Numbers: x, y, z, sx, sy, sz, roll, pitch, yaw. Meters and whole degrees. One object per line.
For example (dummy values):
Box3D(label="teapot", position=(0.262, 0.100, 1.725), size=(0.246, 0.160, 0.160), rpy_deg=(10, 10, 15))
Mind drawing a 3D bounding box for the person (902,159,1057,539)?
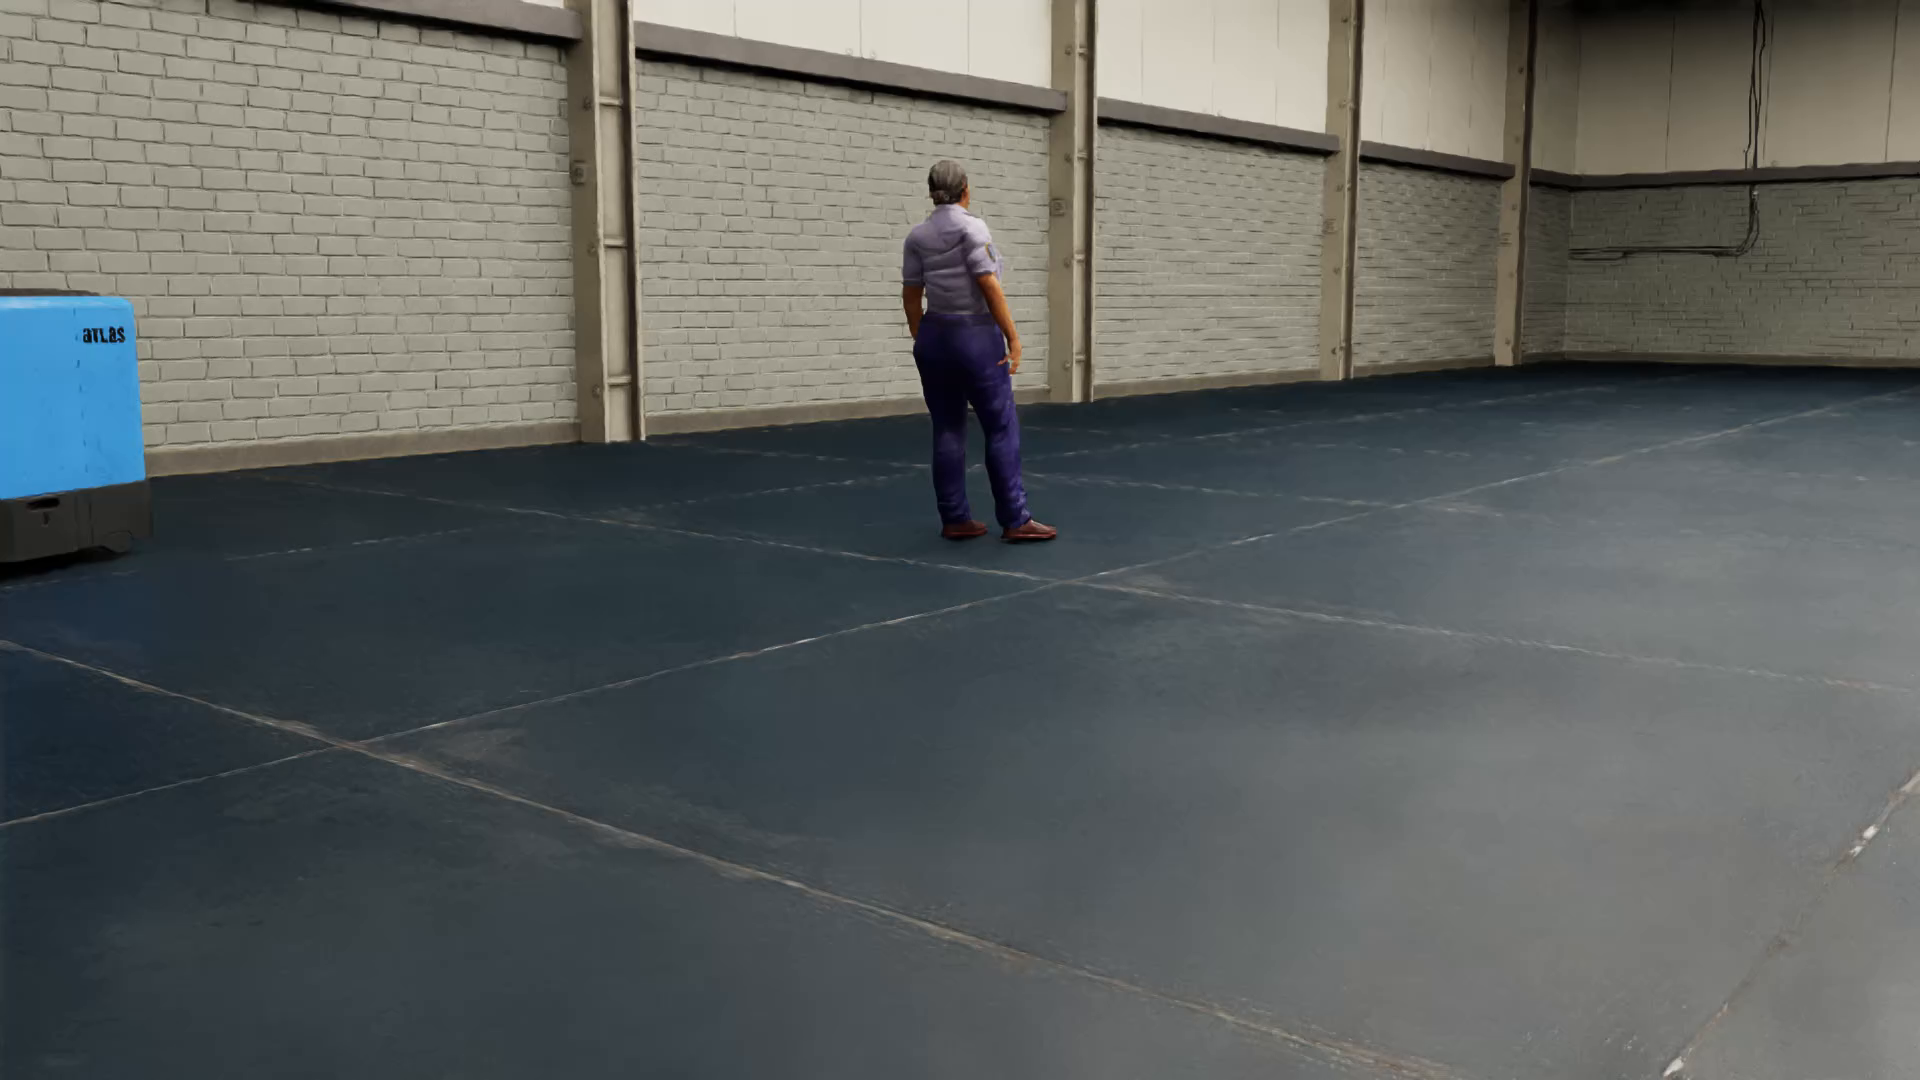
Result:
Box3D(label="person", position=(0.074, -0.824, 7.341), size=(0.599, 1.637, 0.502), rpy_deg=(7, 11, 38))

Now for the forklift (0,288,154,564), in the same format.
Box3D(label="forklift", position=(-4.365, -1.220, 5.618), size=(1.130, 2.935, 3.031), rpy_deg=(3, 9, 19))
